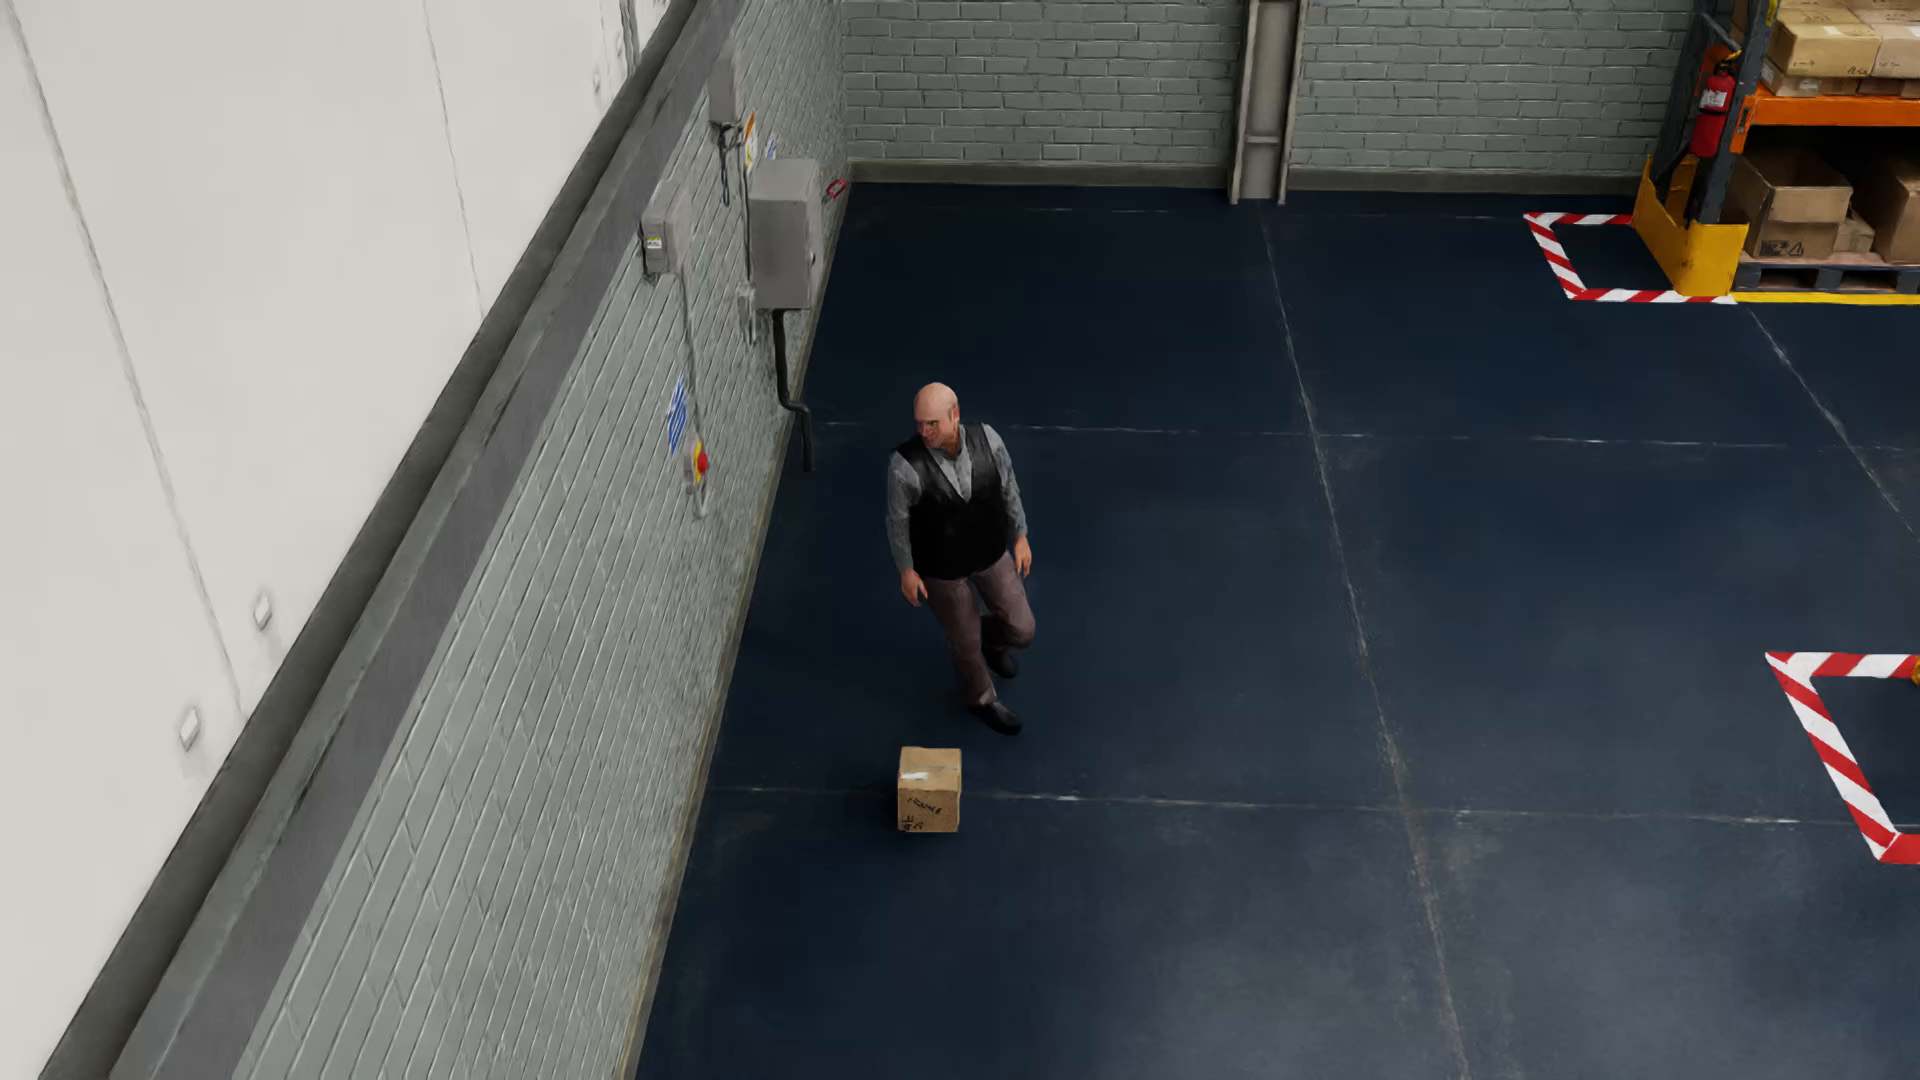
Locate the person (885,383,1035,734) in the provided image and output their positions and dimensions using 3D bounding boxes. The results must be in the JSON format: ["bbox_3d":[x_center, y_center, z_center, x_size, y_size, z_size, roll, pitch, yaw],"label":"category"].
[{"bbox_3d":[0.015,0.095,7.017,0.619,1.711,0.487,-18,39,-23],"label":"person"}]
